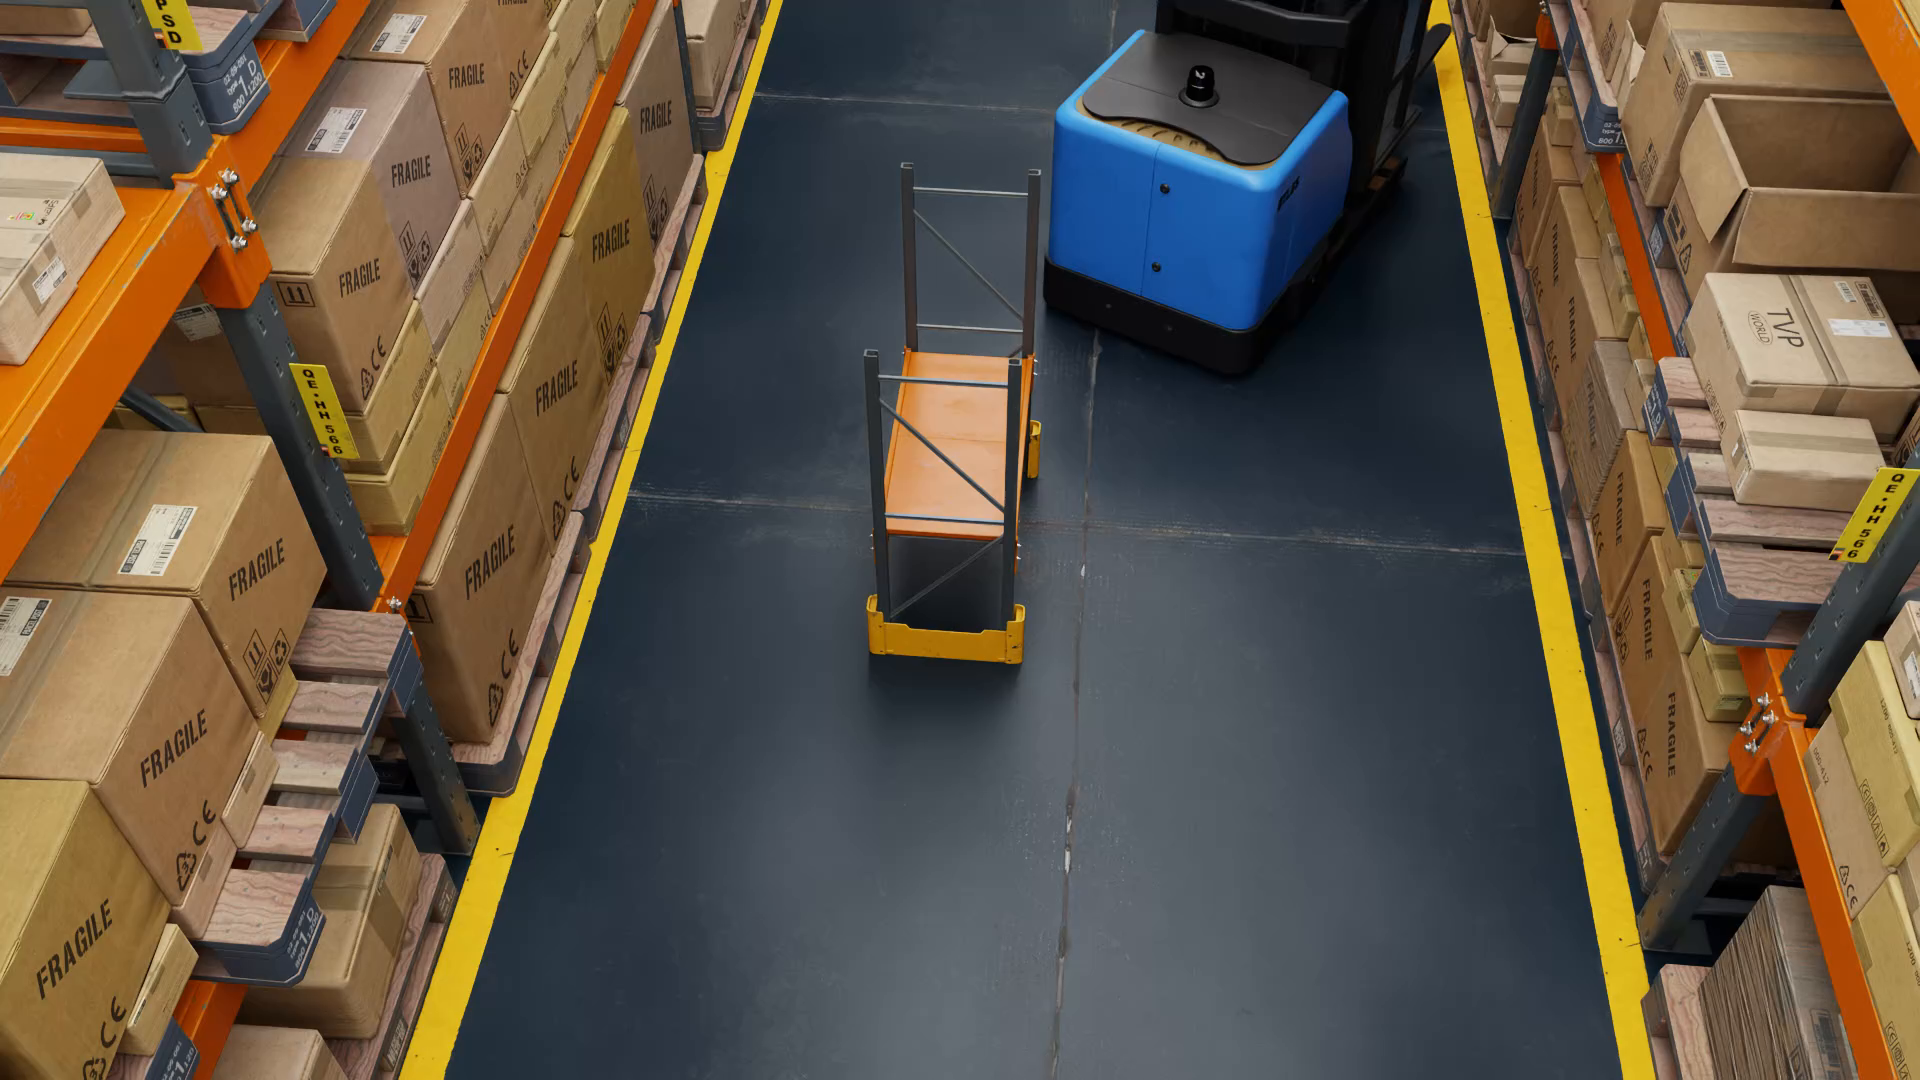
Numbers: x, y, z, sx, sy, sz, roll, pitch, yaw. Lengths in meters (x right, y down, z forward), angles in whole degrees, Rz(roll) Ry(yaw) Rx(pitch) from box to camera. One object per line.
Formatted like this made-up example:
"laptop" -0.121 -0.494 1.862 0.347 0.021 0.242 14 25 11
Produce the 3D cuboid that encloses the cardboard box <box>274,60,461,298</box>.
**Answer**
"cardboard box" -1.857 -1.077 4.957 0.500 0.500 0.500 4 48 4

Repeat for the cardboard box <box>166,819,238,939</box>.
"cardboard box" -1.938 0.780 3.890 0.380 0.149 0.250 2 48 2

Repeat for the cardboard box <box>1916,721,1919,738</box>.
"cardboard box" 2.417 0.495 3.757 0.380 0.149 0.250 5 48 4

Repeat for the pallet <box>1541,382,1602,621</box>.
"pallet" 2.982 -0.162 6.755 1.003 0.211 1.213 4 48 4

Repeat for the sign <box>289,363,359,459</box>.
"sign" -1.640 -0.329 4.287 0.100 0.325 0.005 4 48 4

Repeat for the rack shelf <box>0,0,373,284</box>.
"rack shelf" -1.999 -2.234 5.215 1.077 0.370 4.000 4 48 4

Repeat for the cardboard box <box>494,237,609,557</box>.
"cardboard box" -1.950 -0.576 6.399 0.875 0.875 0.875 4 48 4

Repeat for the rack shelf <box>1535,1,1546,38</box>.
"rack shelf" 3.309 -3.829 8.707 1.077 0.370 4.000 4 48 4

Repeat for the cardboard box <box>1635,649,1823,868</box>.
"cardboard box" 2.587 0.713 5.474 0.500 0.500 0.500 5 48 5

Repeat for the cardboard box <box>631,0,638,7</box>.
"cardboard box" -1.606 -2.536 7.139 0.500 0.250 0.500 3 48 3

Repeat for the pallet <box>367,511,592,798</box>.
"pallet" -2.034 0.373 6.266 1.003 0.211 1.213 4 48 4

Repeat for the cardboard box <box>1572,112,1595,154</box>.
"cardboard box" 2.853 -1.780 7.114 0.380 0.149 0.250 2 48 2

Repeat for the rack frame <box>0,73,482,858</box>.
"rack frame" -2.181 0.006 4.712 1.000 3.000 0.127 4 48 4

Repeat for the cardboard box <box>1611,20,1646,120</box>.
"cardboard box" 2.618 -1.704 6.082 0.396 0.266 0.258 6 48 5

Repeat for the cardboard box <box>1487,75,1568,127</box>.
"cardboard box" 2.885 -2.211 8.387 0.380 0.149 0.250 3 48 2

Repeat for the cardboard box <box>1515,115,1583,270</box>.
"cardboard box" 2.859 -1.560 7.554 0.500 0.500 0.500 6 48 5

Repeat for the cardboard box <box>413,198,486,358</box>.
"cardboard box" -1.841 -0.848 5.256 0.500 0.250 0.500 5 48 4

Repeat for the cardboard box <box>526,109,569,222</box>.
"cardboard box" -1.761 -1.413 6.111 0.500 0.250 0.500 4 48 4

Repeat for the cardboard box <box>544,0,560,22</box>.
"cardboard box" -1.713 -2.208 5.991 0.500 0.500 0.500 5 48 5

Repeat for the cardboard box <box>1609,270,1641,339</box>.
"cardboard box" 2.773 -0.910 6.519 0.380 0.149 0.250 5 48 5

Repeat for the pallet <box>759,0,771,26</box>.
"pallet" -1.561 -3.445 9.758 1.003 0.211 1.213 4 48 4

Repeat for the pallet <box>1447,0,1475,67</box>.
"pallet" 3.299 -3.065 9.410 1.003 0.211 1.213 4 48 4

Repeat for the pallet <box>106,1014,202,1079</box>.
"pallet" -2.321 1.528 3.450 1.003 0.211 1.213 4 48 4

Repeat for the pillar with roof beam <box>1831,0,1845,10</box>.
"pillar with roof beam" -0.199 -5.368 5.561 9.100 9.000 0.400 4 48 4

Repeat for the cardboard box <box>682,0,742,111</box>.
"cardboard box" -1.652 -2.665 8.606 0.875 0.438 0.875 3 48 3

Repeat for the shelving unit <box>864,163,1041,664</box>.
"shelving unit" -0.007 -0.450 6.145 0.587 1.500 1.083 4 48 4

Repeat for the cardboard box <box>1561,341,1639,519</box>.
"cardboard box" 2.717 -0.421 6.512 0.500 0.500 0.500 2 48 2

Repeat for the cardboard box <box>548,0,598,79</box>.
"cardboard box" -1.694 -1.963 6.275 0.500 0.250 0.500 5 48 4

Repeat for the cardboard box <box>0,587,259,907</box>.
"cardboard box" -1.982 0.463 3.740 0.500 0.500 0.500 3 48 3

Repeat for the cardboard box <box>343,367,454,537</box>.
"cardboard box" -1.886 -0.286 5.081 0.500 0.250 0.500 3 48 3

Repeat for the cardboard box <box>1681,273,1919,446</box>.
"cardboard box" 2.536 -0.551 5.039 0.500 0.250 0.500 2 48 2

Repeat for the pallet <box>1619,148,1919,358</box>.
"pallet" 2.935 -1.028 5.787 1.003 0.211 1.213 4 48 4

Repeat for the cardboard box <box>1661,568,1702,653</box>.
"cardboard box" 2.549 0.237 5.470 0.380 0.149 0.250 2 48 2

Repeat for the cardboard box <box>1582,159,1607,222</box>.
"cardboard box" 2.869 -1.476 7.037 0.380 0.149 0.250 2 48 2

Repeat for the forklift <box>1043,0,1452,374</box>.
"forklift" 1.581 -2.795 7.320 1.130 2.935 3.031 24 52 21

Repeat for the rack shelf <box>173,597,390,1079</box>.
"rack shelf" -2.363 1.718 3.633 1.077 0.370 4.000 4 48 4

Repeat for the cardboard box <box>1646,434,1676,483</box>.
"cardboard box" 2.709 -0.328 5.987 0.380 0.149 0.250 3 48 3

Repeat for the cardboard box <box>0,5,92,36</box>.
"cardboard box" -2.297 -1.470 3.675 0.797 0.503 0.637 1 48 1

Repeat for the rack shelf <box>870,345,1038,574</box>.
"rack shelf" -0.008 -0.322 6.272 0.538 0.185 1.000 4 48 4

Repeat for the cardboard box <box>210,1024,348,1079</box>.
"cardboard box" -2.302 1.708 4.651 0.950 0.372 0.625 3 48 3

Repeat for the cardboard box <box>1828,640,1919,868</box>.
"cardboard box" 2.454 0.527 3.998 0.500 0.250 0.500 4 48 3
